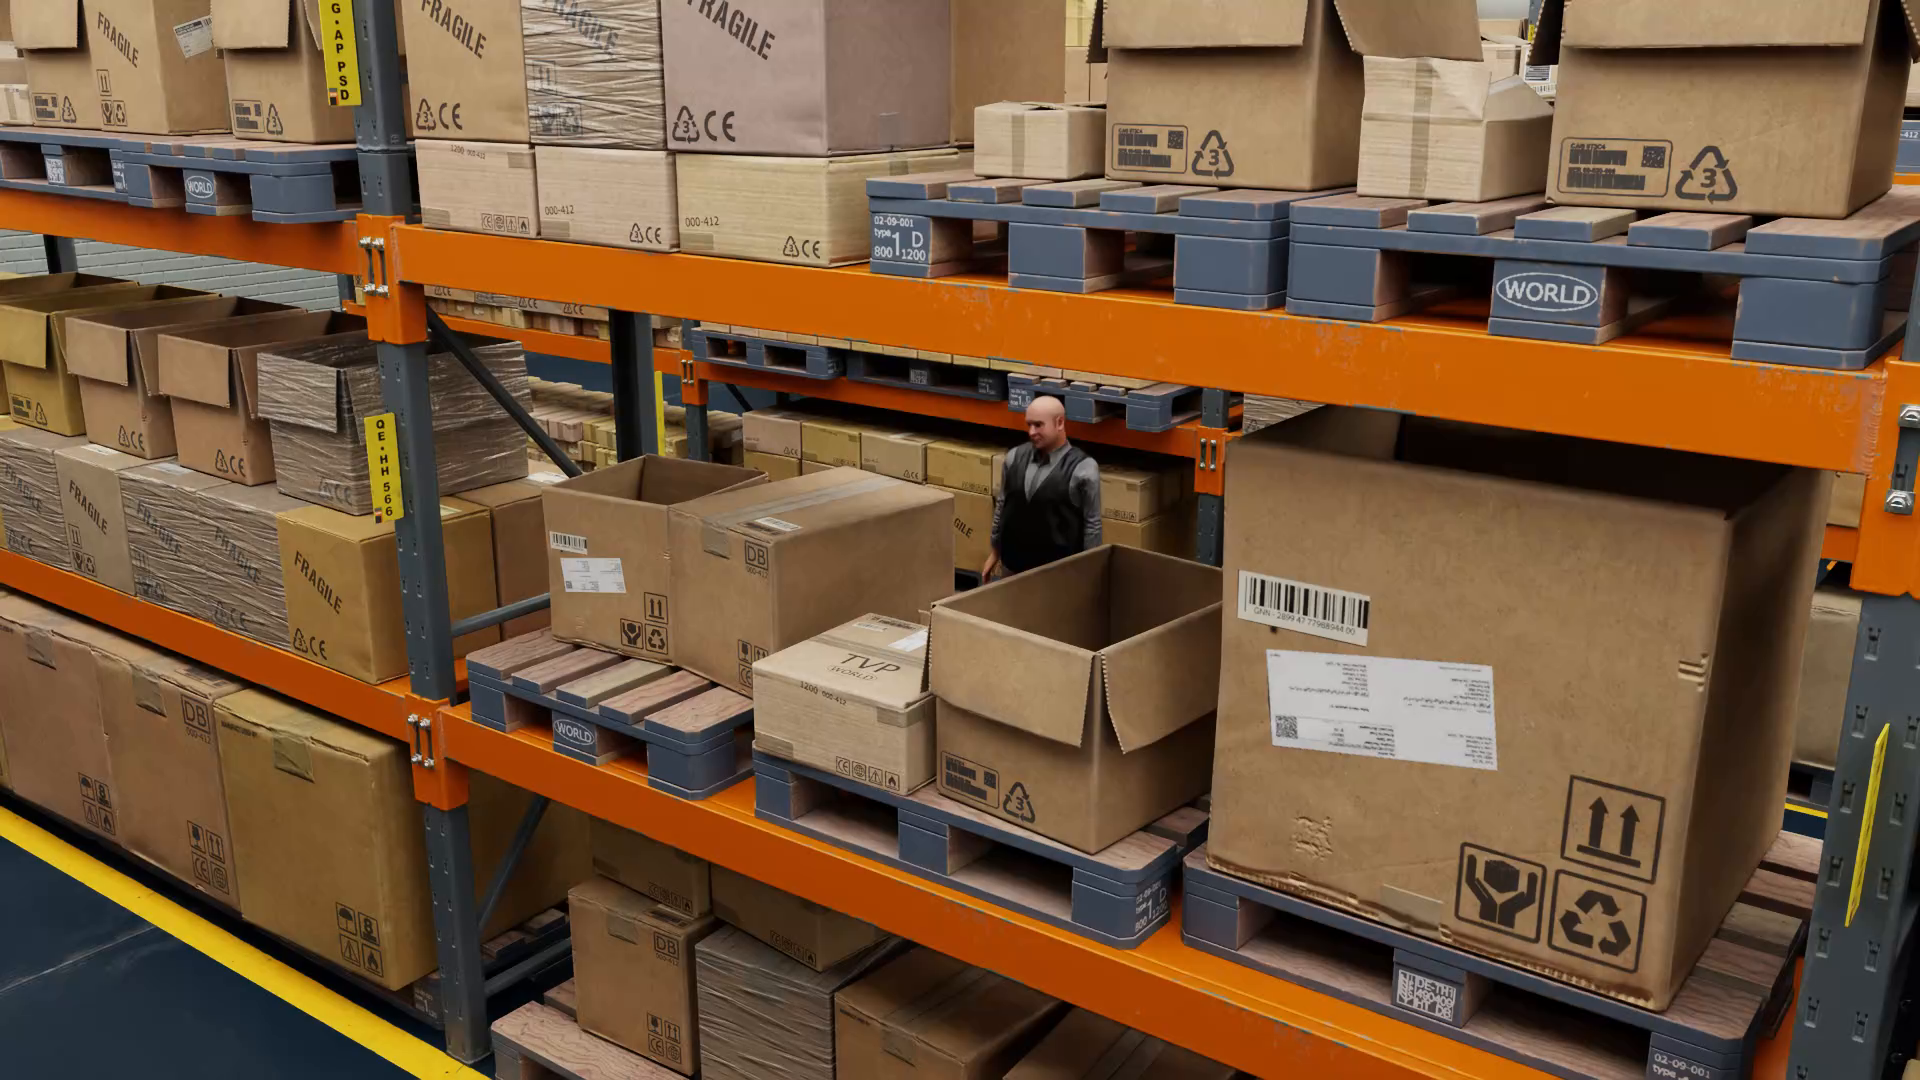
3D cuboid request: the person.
[{"bbox_3d":[0.374,0.154,7.991,0.616,1.730,0.443,10,19,29],"label":"person"}]
